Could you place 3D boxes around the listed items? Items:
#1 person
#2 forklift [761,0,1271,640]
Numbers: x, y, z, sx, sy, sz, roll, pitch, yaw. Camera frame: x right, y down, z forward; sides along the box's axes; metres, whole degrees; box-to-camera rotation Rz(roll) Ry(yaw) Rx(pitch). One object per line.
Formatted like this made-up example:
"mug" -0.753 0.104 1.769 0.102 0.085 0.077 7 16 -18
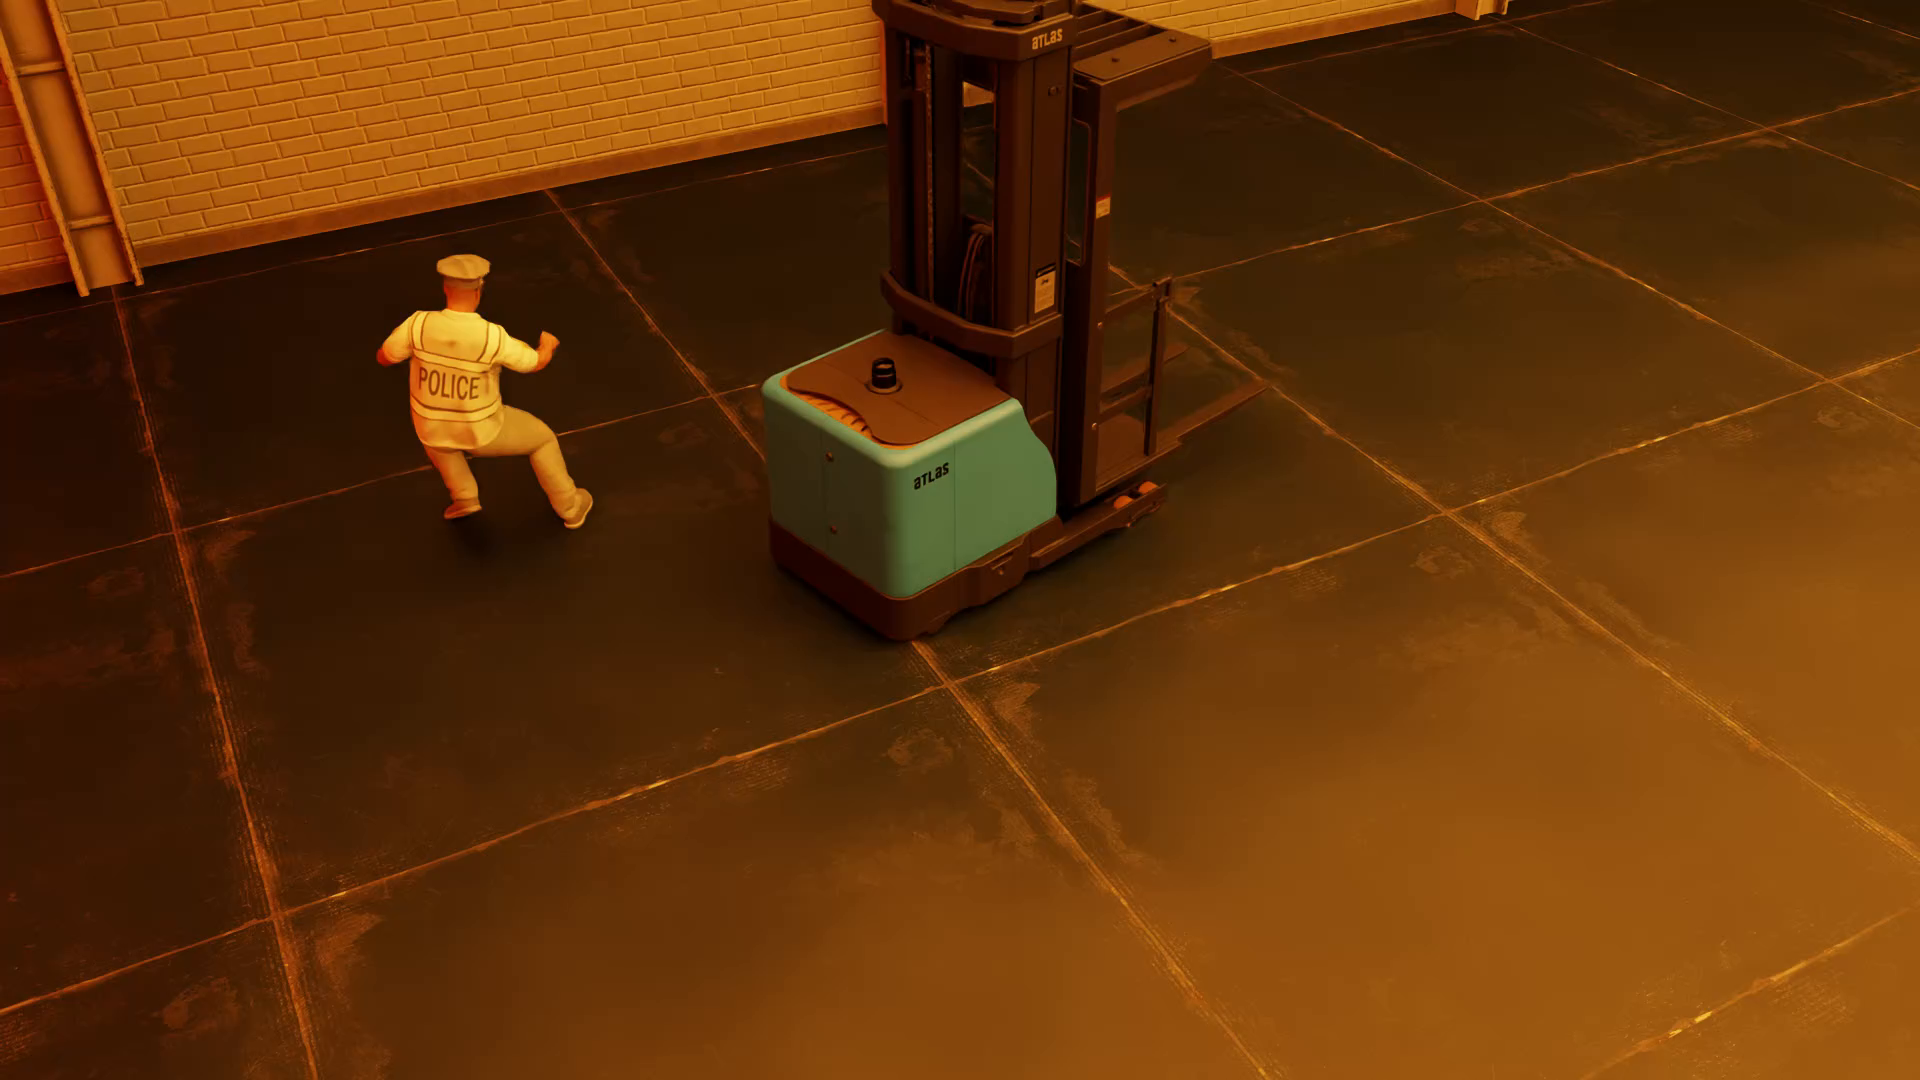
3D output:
"person" -2.420 -0.739 8.344 0.907 1.567 0.768 0 35 0
"forklift" 0.457 -1.458 8.186 3.031 2.935 1.130 -29 44 -34
